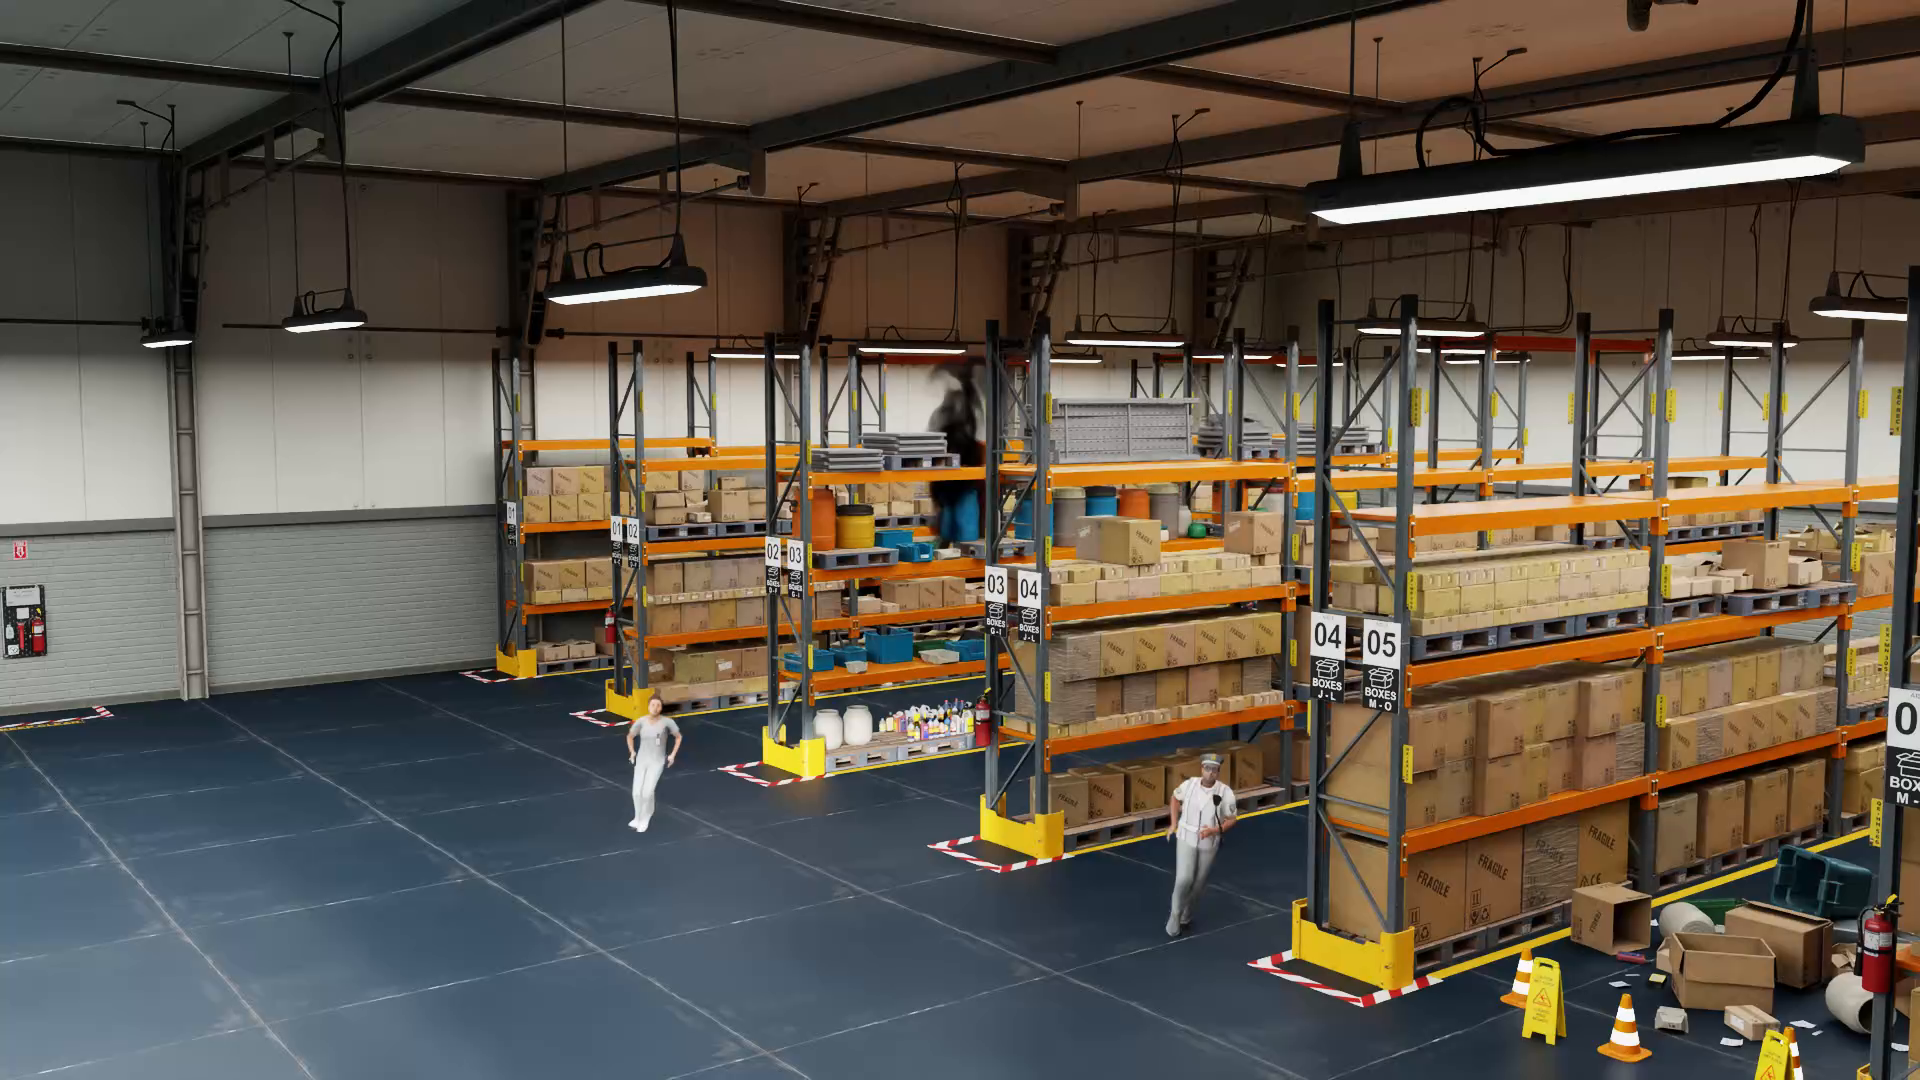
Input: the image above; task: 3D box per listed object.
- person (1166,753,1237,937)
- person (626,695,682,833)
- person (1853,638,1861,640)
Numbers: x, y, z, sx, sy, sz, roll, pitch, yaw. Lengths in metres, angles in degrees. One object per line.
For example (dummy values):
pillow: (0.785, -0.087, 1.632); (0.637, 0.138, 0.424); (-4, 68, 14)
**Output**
person: (2.308, 2.893, 15.905); (0.663, 1.735, 0.664); (1, 5, 10)
person: (-3.629, 2.629, 19.591); (0.629, 1.626, 0.620); (1, 5, 7)
person: (13.021, 2.248, 24.188); (0.638, 1.616, 0.580); (-3, 6, -32)
